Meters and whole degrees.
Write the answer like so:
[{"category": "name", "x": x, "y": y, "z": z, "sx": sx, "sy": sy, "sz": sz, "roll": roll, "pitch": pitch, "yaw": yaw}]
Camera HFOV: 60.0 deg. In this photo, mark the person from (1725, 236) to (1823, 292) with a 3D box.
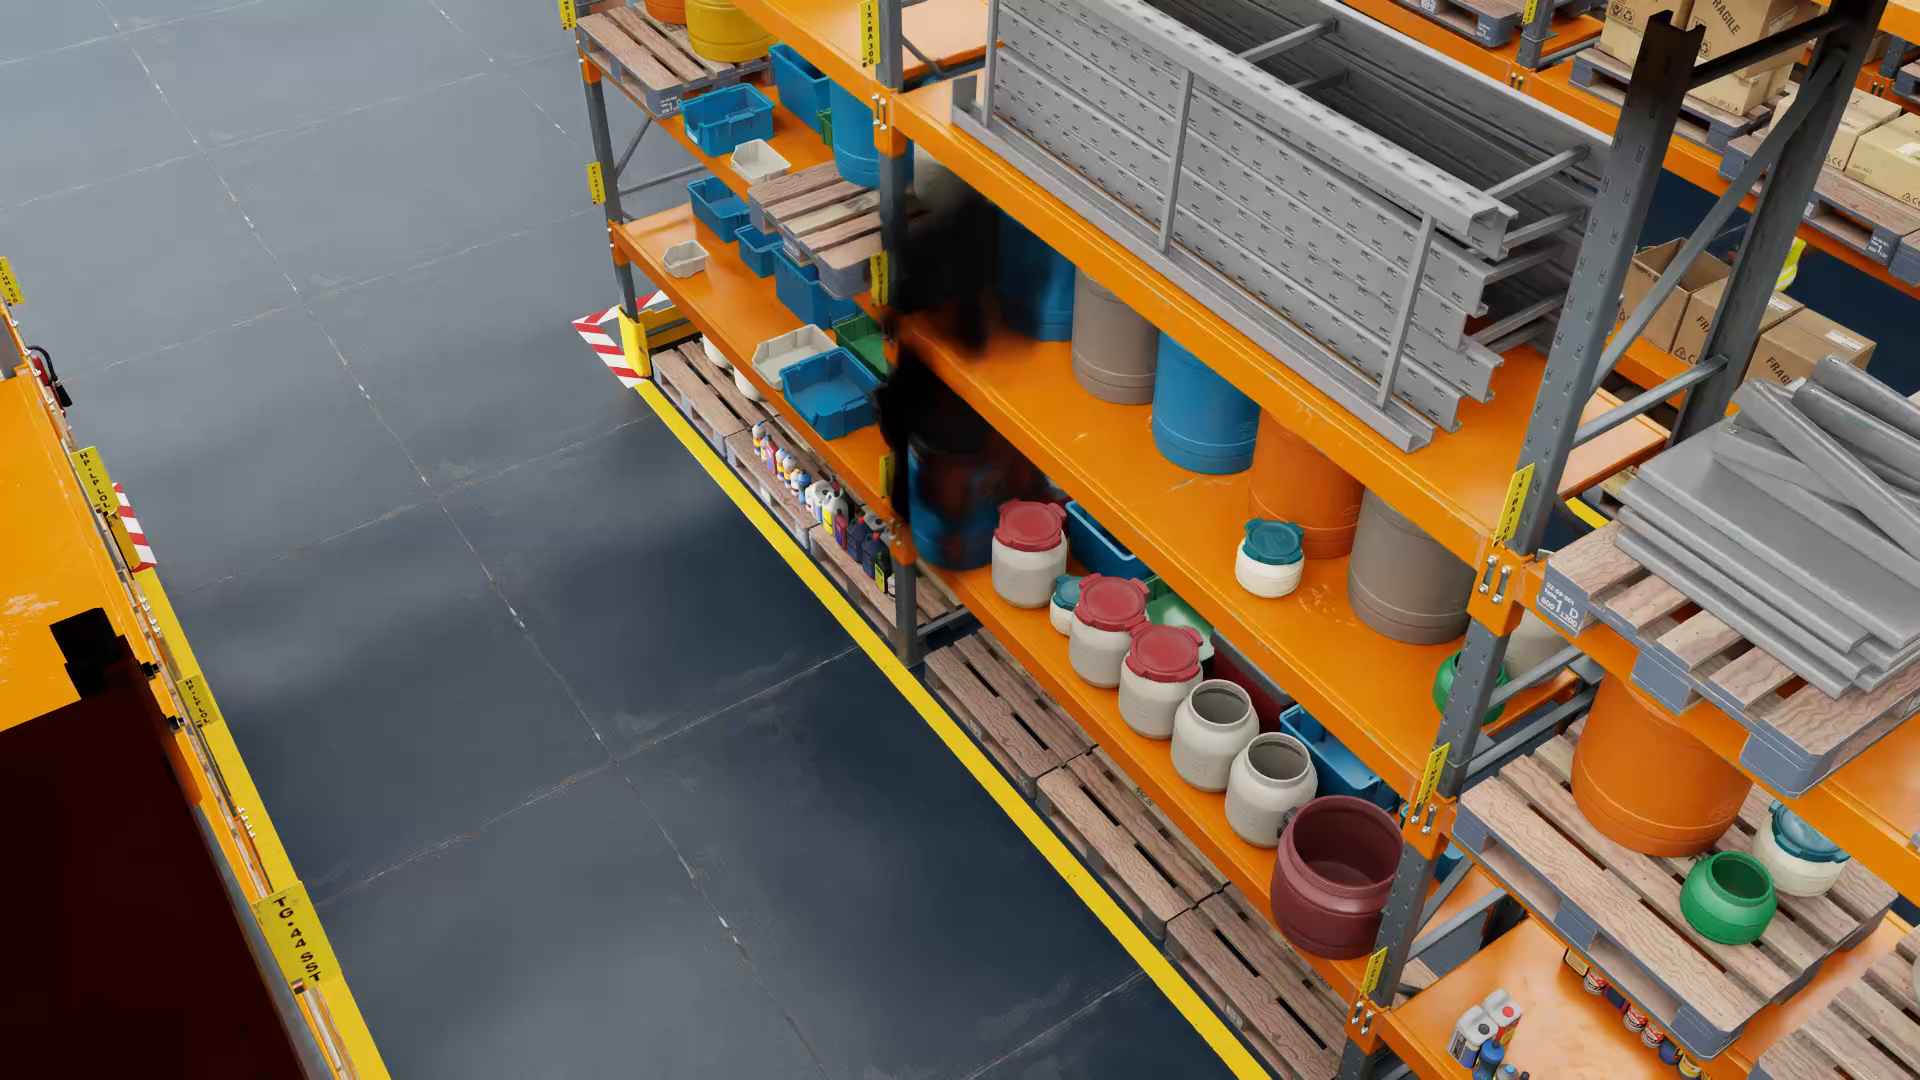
[{"category": "person", "x": 6.123, "y": -2.016, "z": 12.680, "sx": 0.705, "sy": 1.722, "sz": 0.578, "roll": -29, "pitch": 50, "yaw": -28}]
